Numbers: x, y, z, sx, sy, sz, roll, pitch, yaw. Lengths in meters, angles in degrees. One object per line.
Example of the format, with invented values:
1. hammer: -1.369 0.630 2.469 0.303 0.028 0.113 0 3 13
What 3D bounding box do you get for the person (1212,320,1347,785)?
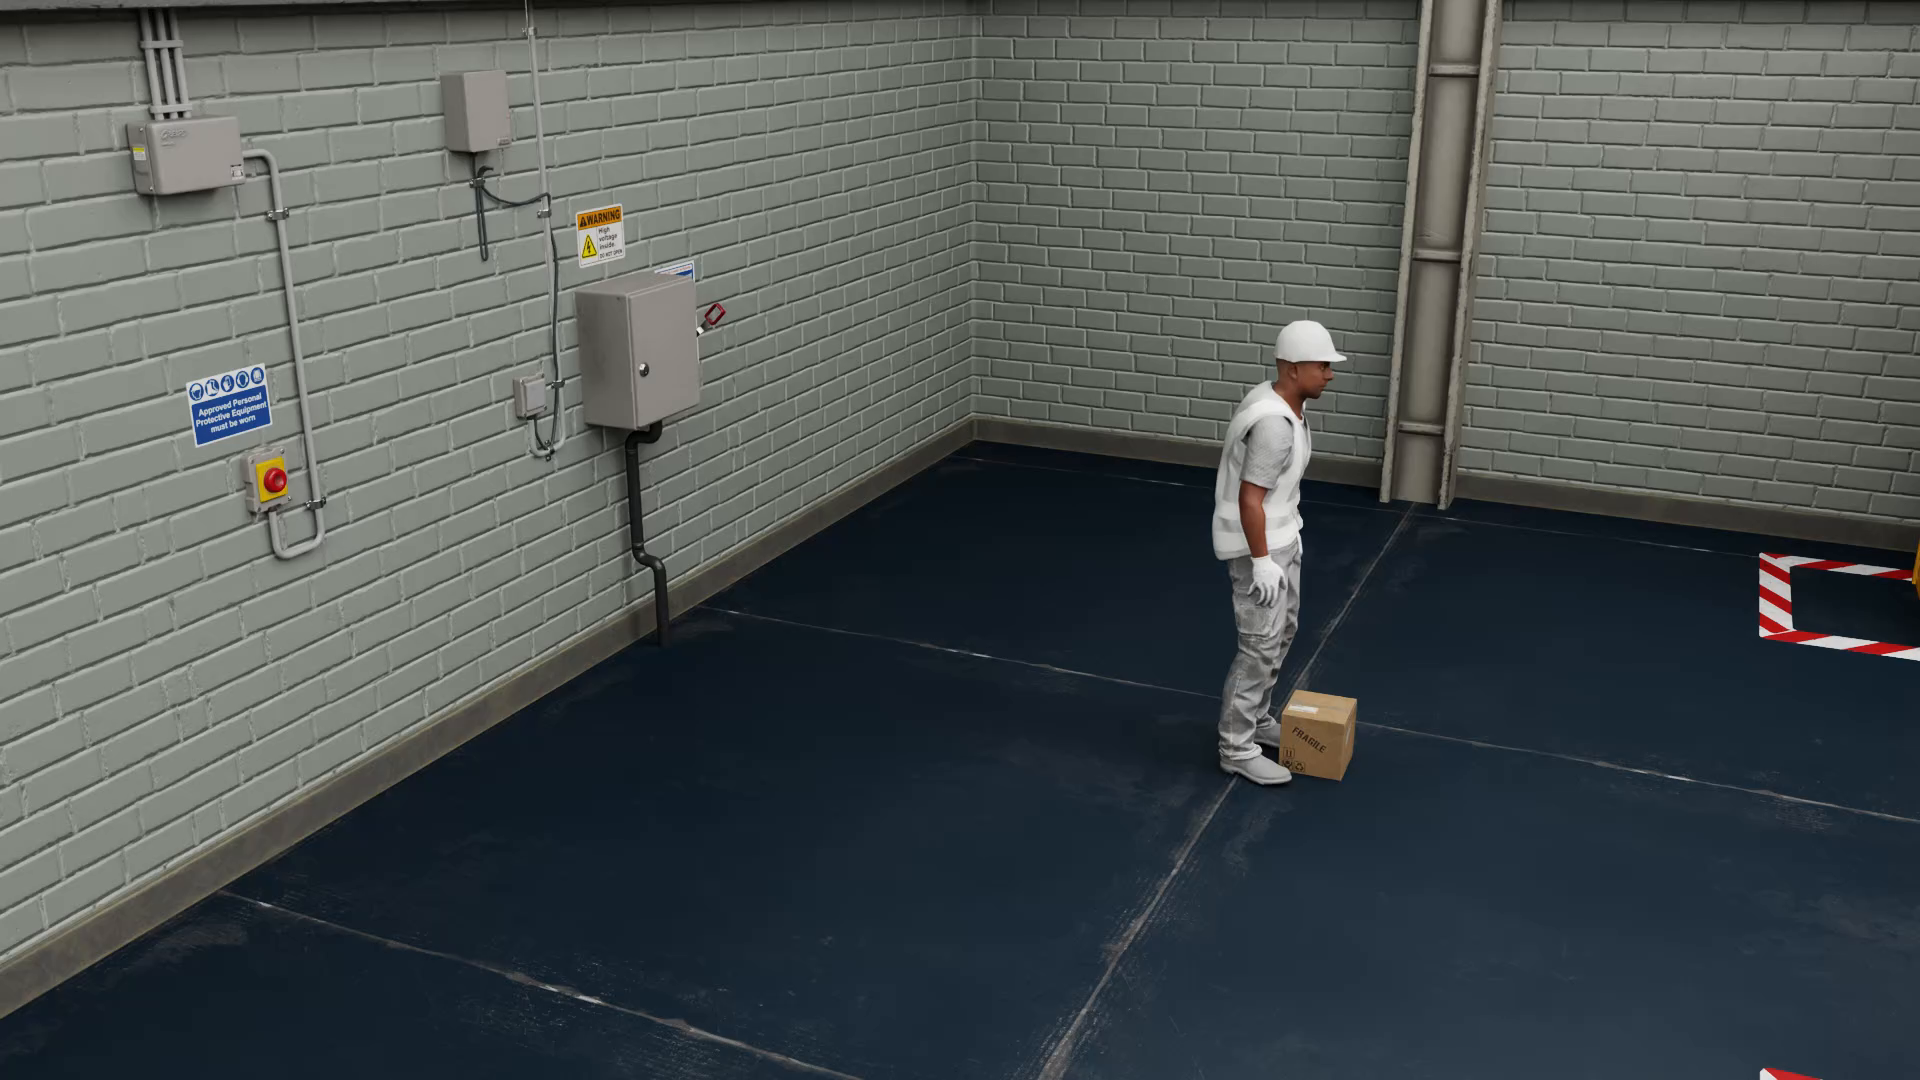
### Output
1. person: 1.215 0.027 6.470 0.451 1.773 0.625 7 20 19
